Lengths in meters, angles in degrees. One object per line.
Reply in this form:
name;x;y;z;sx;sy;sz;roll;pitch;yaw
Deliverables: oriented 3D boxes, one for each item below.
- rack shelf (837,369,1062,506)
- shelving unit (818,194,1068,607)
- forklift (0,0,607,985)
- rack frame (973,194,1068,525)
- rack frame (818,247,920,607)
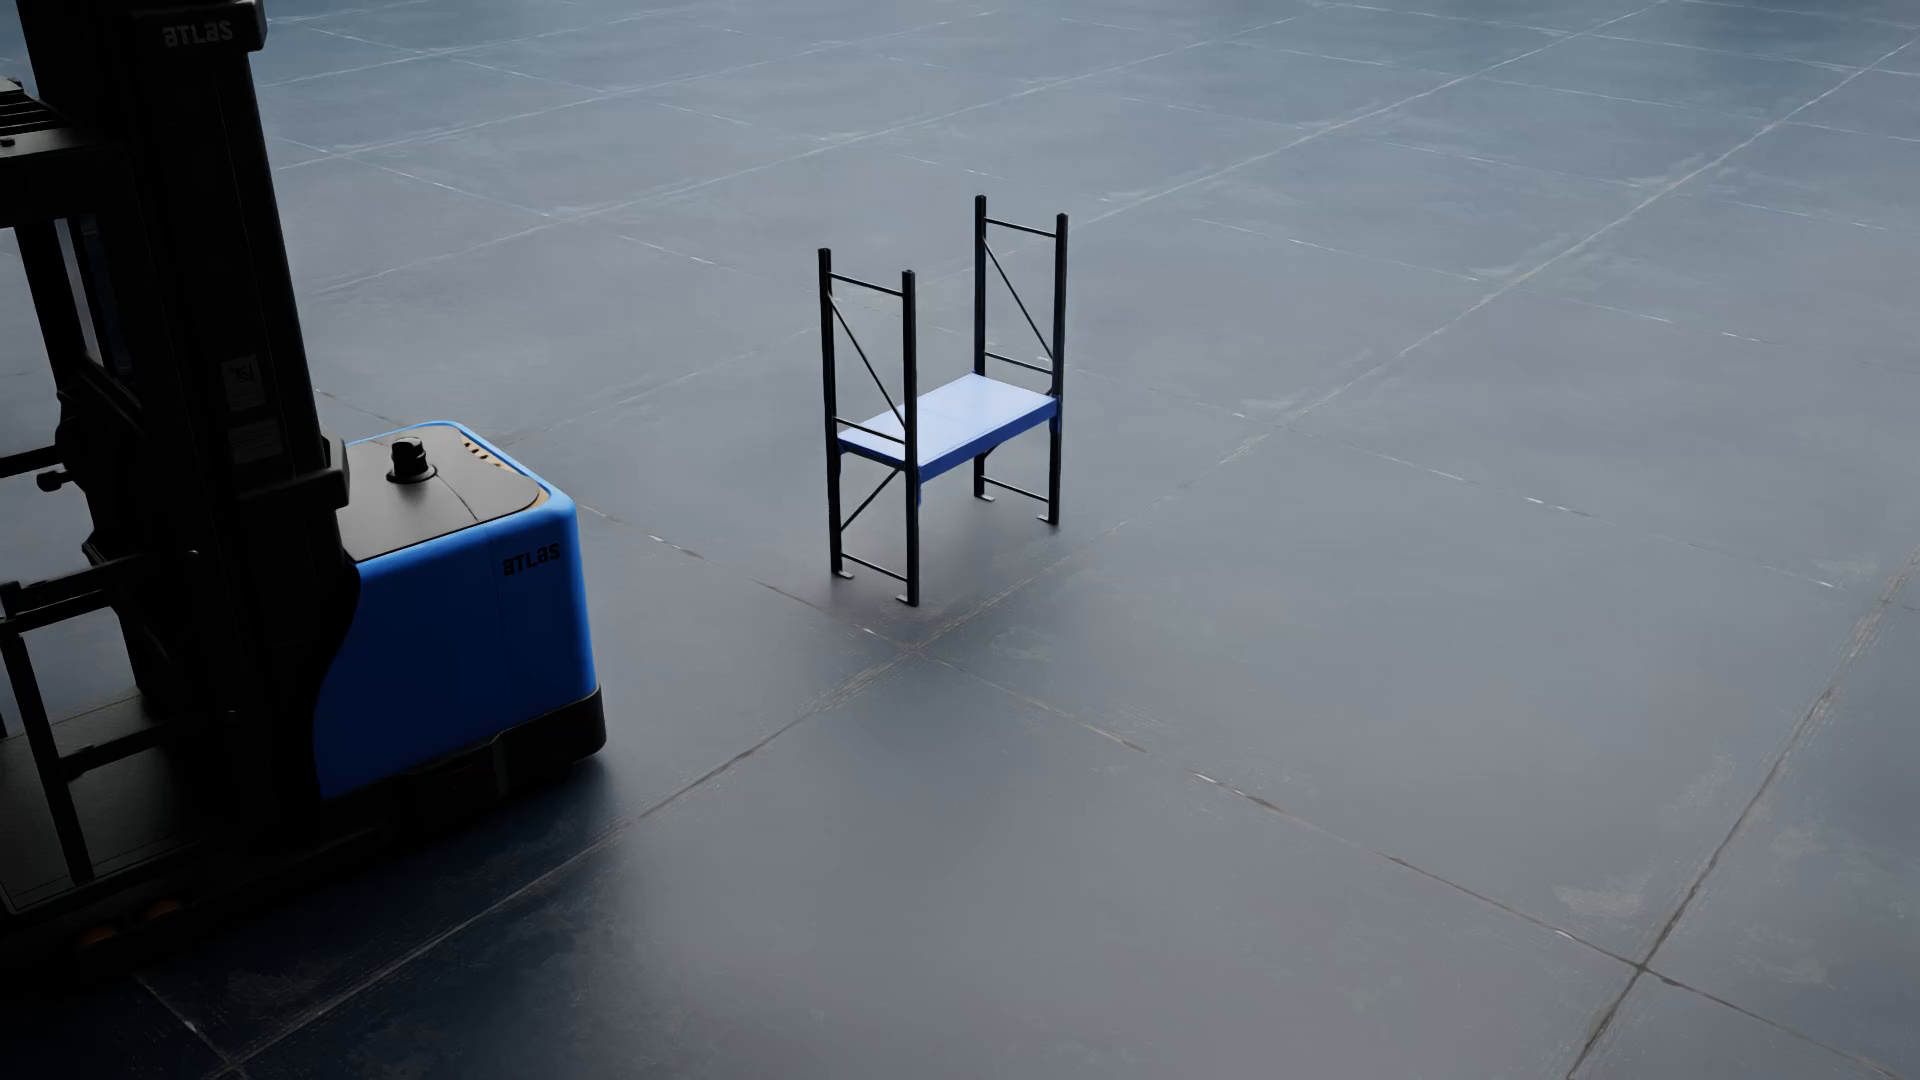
rack shelf;-0.054;-0.476;7.430;0.538;0.185;1.000;21;34;34
shelving unit;-0.054;-0.636;7.347;0.538;1.500;1.048;21;34;34
forklift;-2.756;-0.216;4.977;3.031;2.935;1.130;-22;34;-35
rack frame;0.269;-0.816;7.695;0.500;1.500;0.032;21;34;34
rack frame;-0.378;-0.456;6.999;0.500;1.500;0.032;21;34;34
